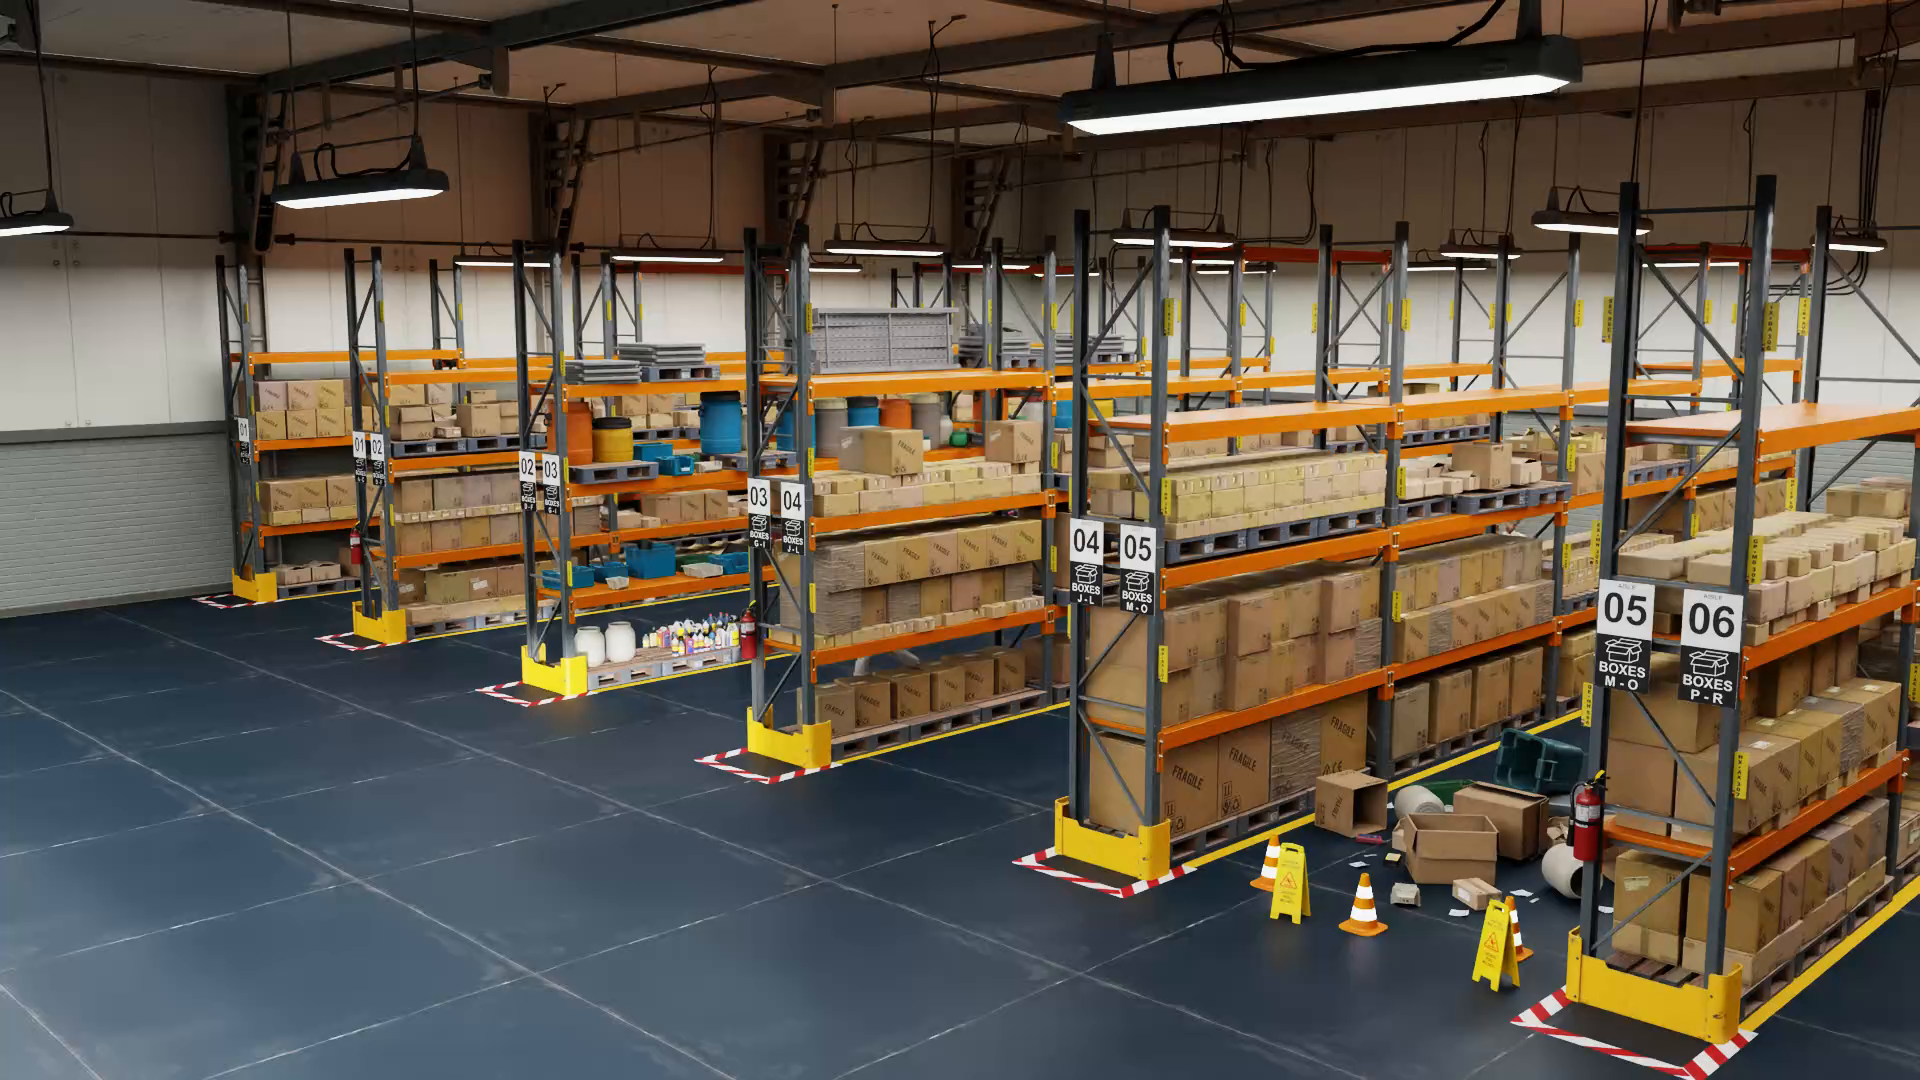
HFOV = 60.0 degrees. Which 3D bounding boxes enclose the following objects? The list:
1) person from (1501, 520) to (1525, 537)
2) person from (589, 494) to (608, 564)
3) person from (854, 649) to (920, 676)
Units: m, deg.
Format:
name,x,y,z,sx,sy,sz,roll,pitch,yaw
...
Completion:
name,x,y,z,sx,sy,sz,roll,pitch,yaw
person,9.196,0.422,27.718,0.747,1.692,0.629,-7,11,-42
person,-6.791,-0.070,31.088,0.552,1.662,0.628,4,9,26
person,-1.004,1.158,22.201,1.198,1.805,0.668,-8,11,-44
